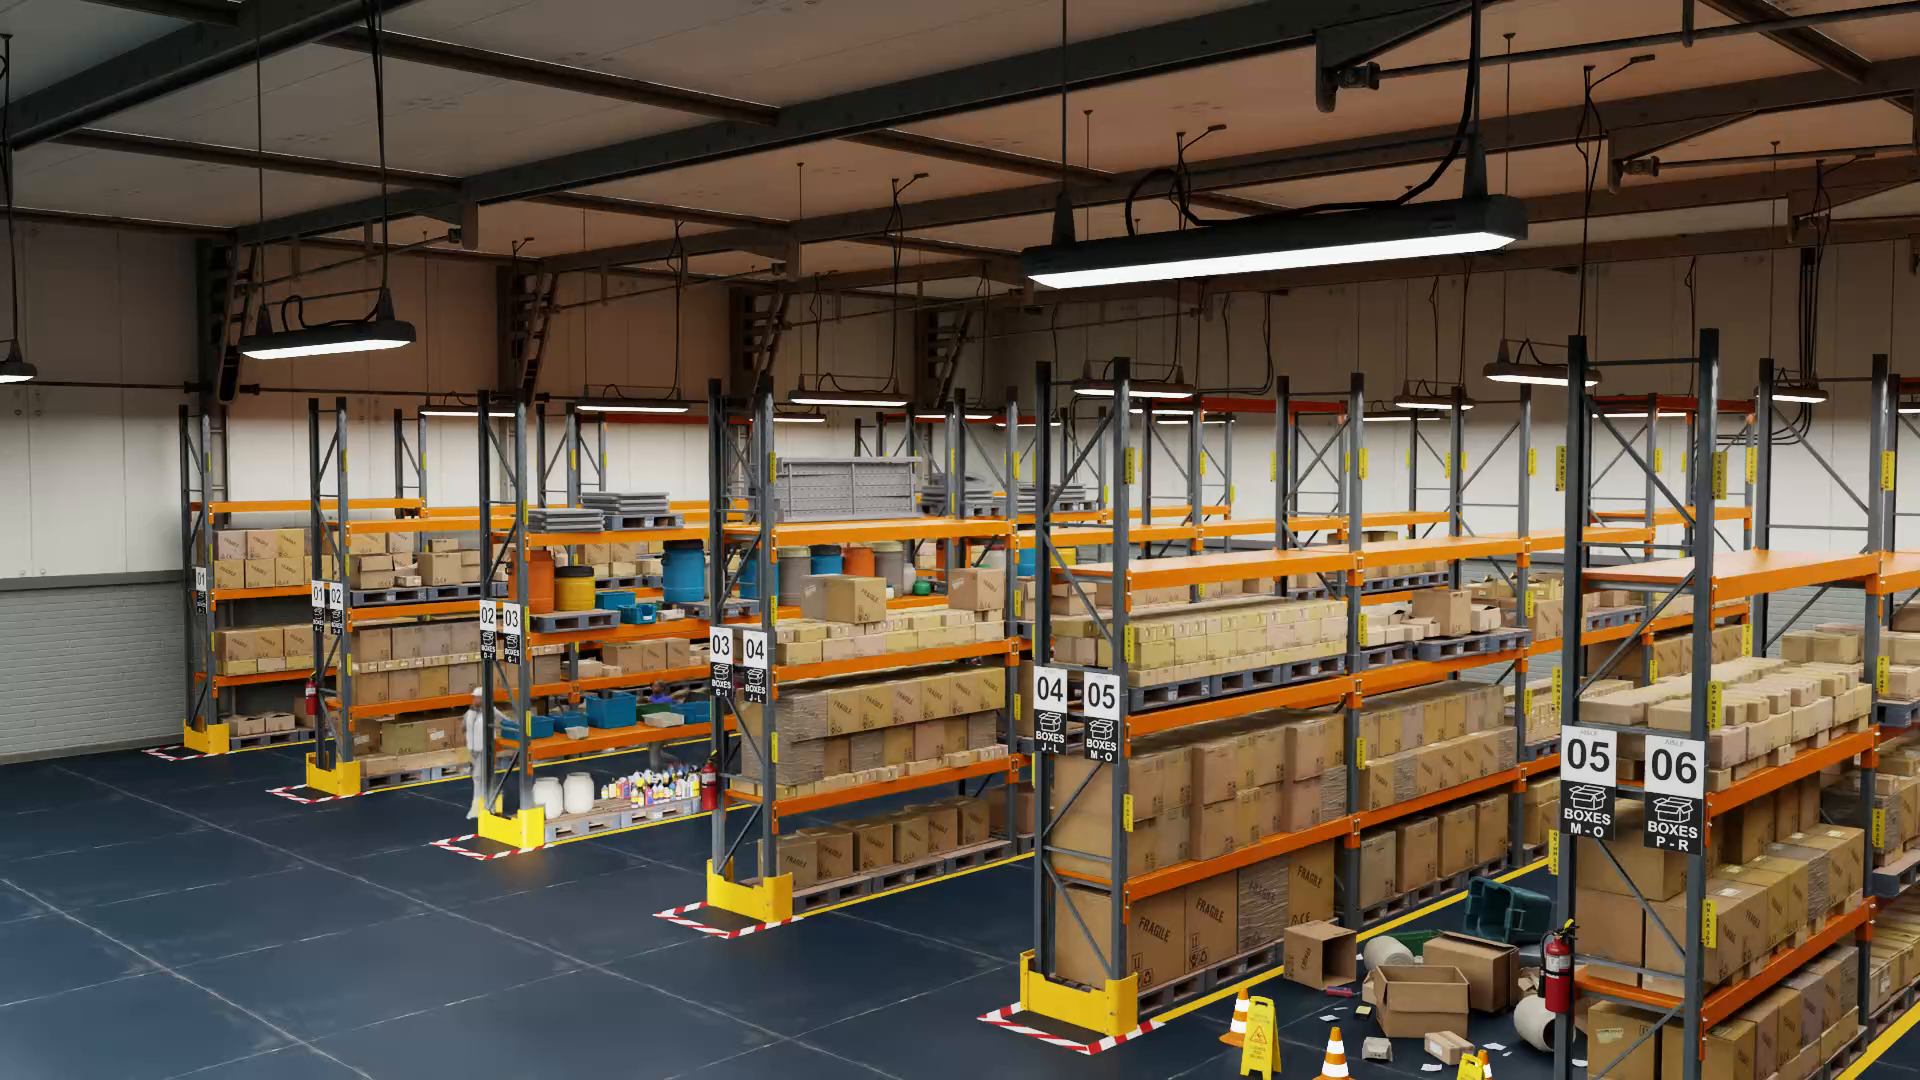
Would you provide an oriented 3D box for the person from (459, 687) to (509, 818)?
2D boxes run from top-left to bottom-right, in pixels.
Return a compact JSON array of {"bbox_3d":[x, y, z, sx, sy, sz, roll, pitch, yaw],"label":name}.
[{"bbox_3d":[-6.846,3.010,23.859,0.658,1.829,0.828,2,3,29],"label":"person"}]

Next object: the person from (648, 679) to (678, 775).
[{"bbox_3d":[-4.662,2.980,25.998,0.581,1.625,0.739,2,4,38],"label":"person"}]
